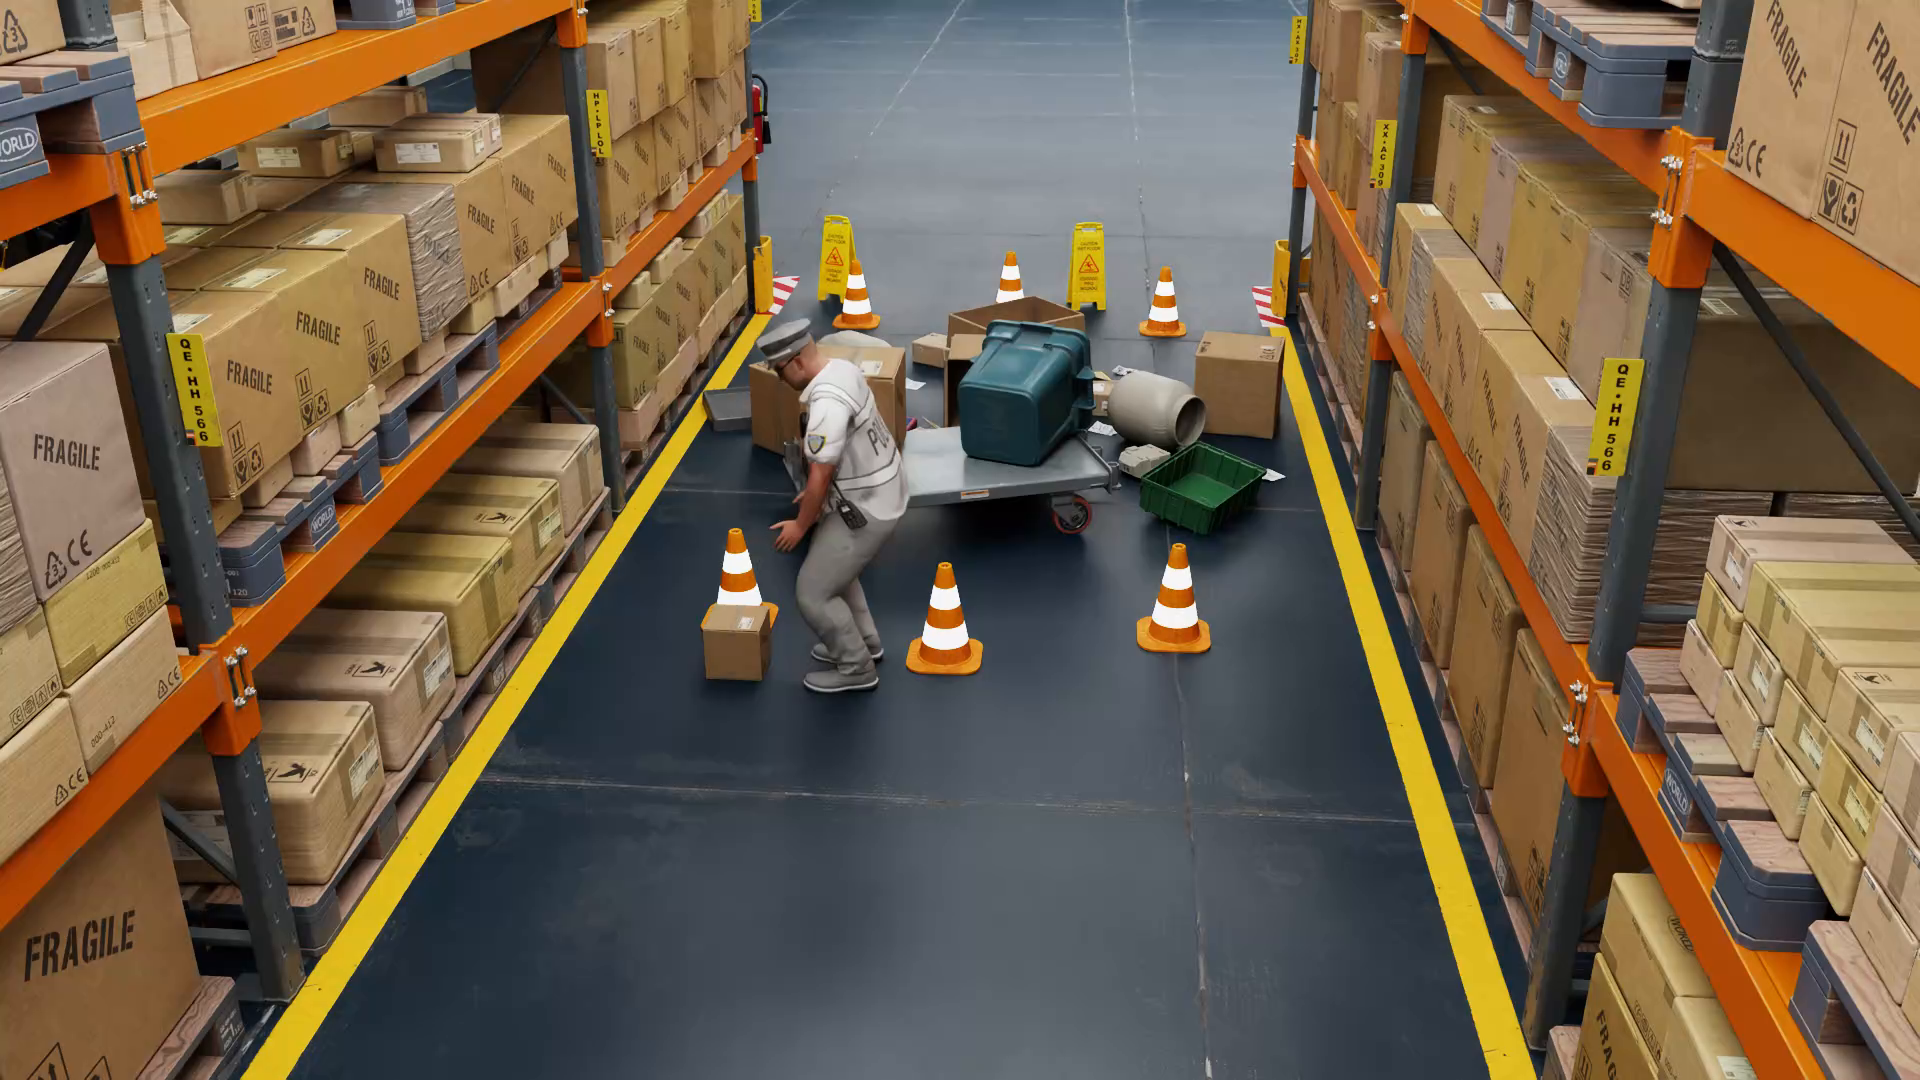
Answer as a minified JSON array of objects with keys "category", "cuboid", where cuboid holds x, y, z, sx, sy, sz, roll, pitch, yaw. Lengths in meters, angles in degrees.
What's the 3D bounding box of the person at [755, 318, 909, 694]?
[{"category":"person","cuboid":[-0.528,-0.136,7.058,0.609,1.633,0.575,2,24,5]}]
